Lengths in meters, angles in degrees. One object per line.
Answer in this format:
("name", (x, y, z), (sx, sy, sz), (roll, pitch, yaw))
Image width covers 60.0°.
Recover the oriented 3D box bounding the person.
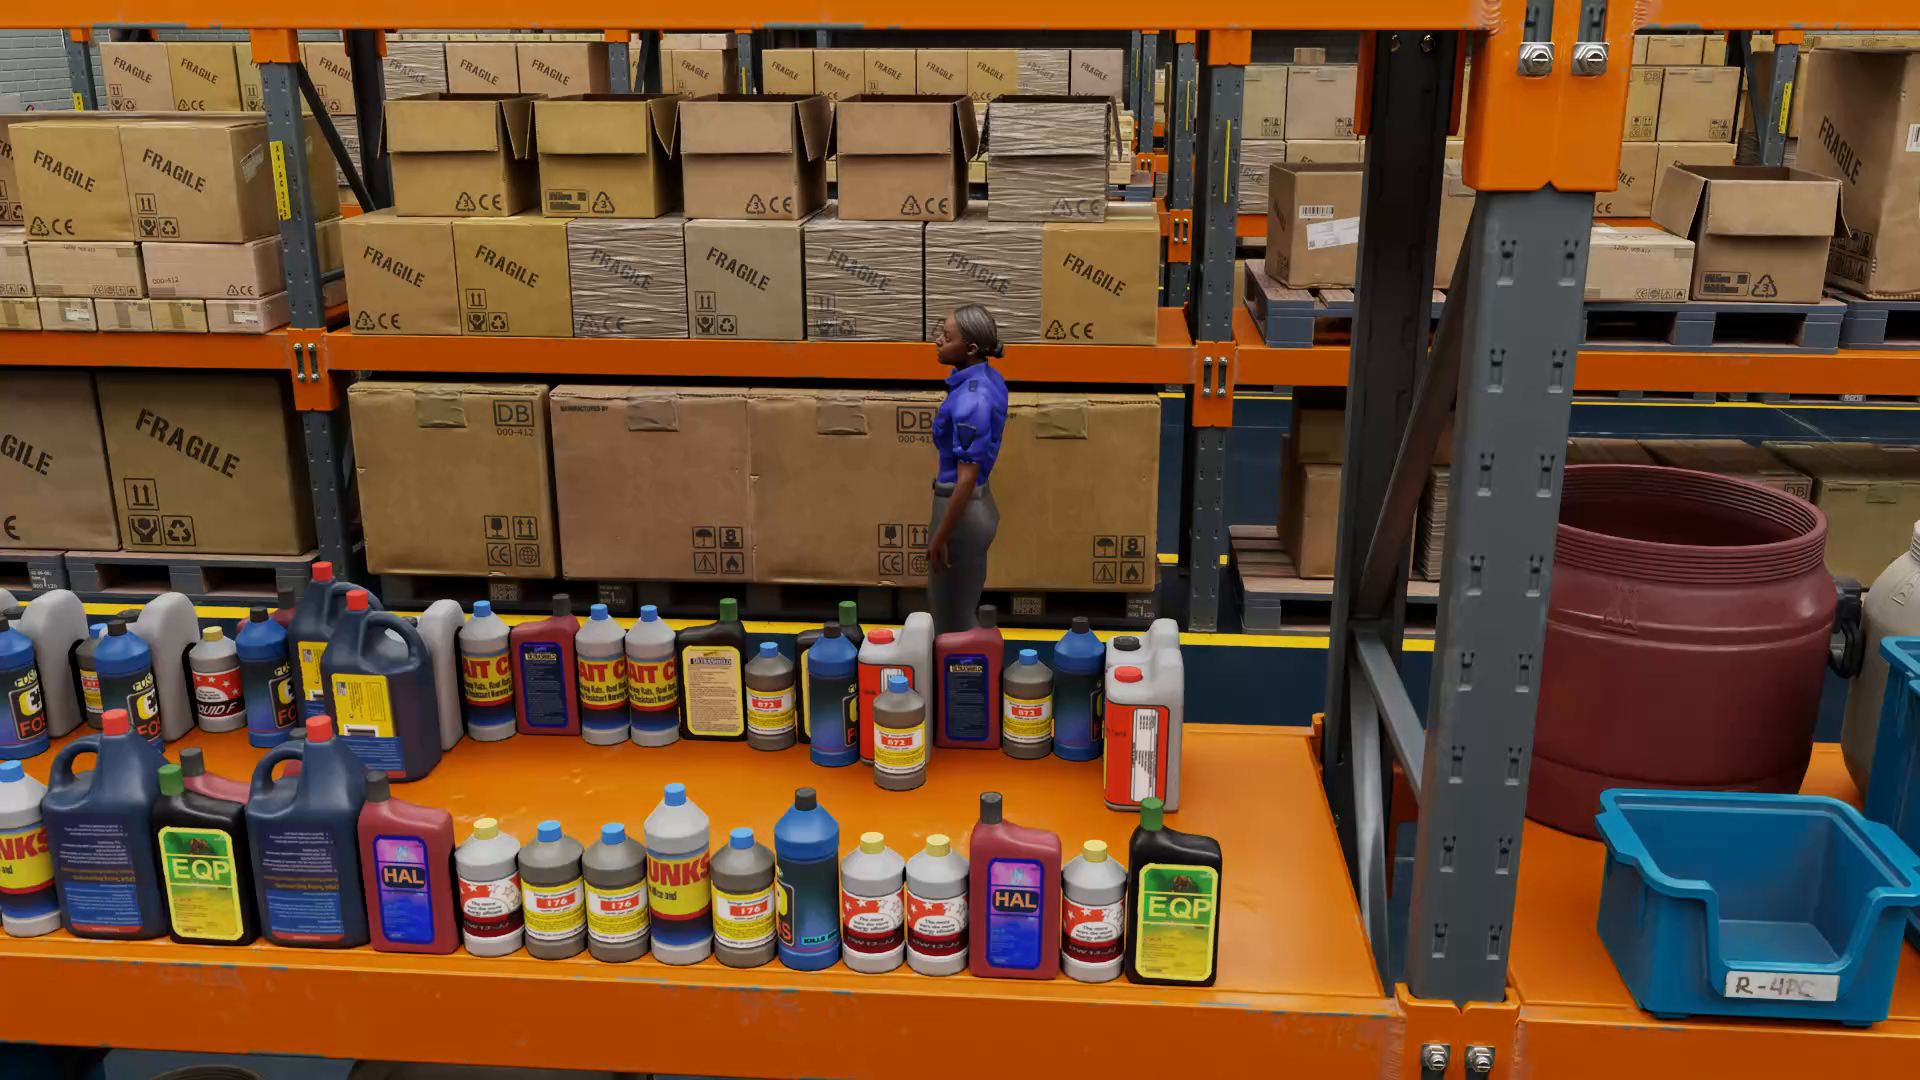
("person", (-0.077, -0.073, 6.259), (0.503, 1.656, 0.569), (2, 18, 7))
